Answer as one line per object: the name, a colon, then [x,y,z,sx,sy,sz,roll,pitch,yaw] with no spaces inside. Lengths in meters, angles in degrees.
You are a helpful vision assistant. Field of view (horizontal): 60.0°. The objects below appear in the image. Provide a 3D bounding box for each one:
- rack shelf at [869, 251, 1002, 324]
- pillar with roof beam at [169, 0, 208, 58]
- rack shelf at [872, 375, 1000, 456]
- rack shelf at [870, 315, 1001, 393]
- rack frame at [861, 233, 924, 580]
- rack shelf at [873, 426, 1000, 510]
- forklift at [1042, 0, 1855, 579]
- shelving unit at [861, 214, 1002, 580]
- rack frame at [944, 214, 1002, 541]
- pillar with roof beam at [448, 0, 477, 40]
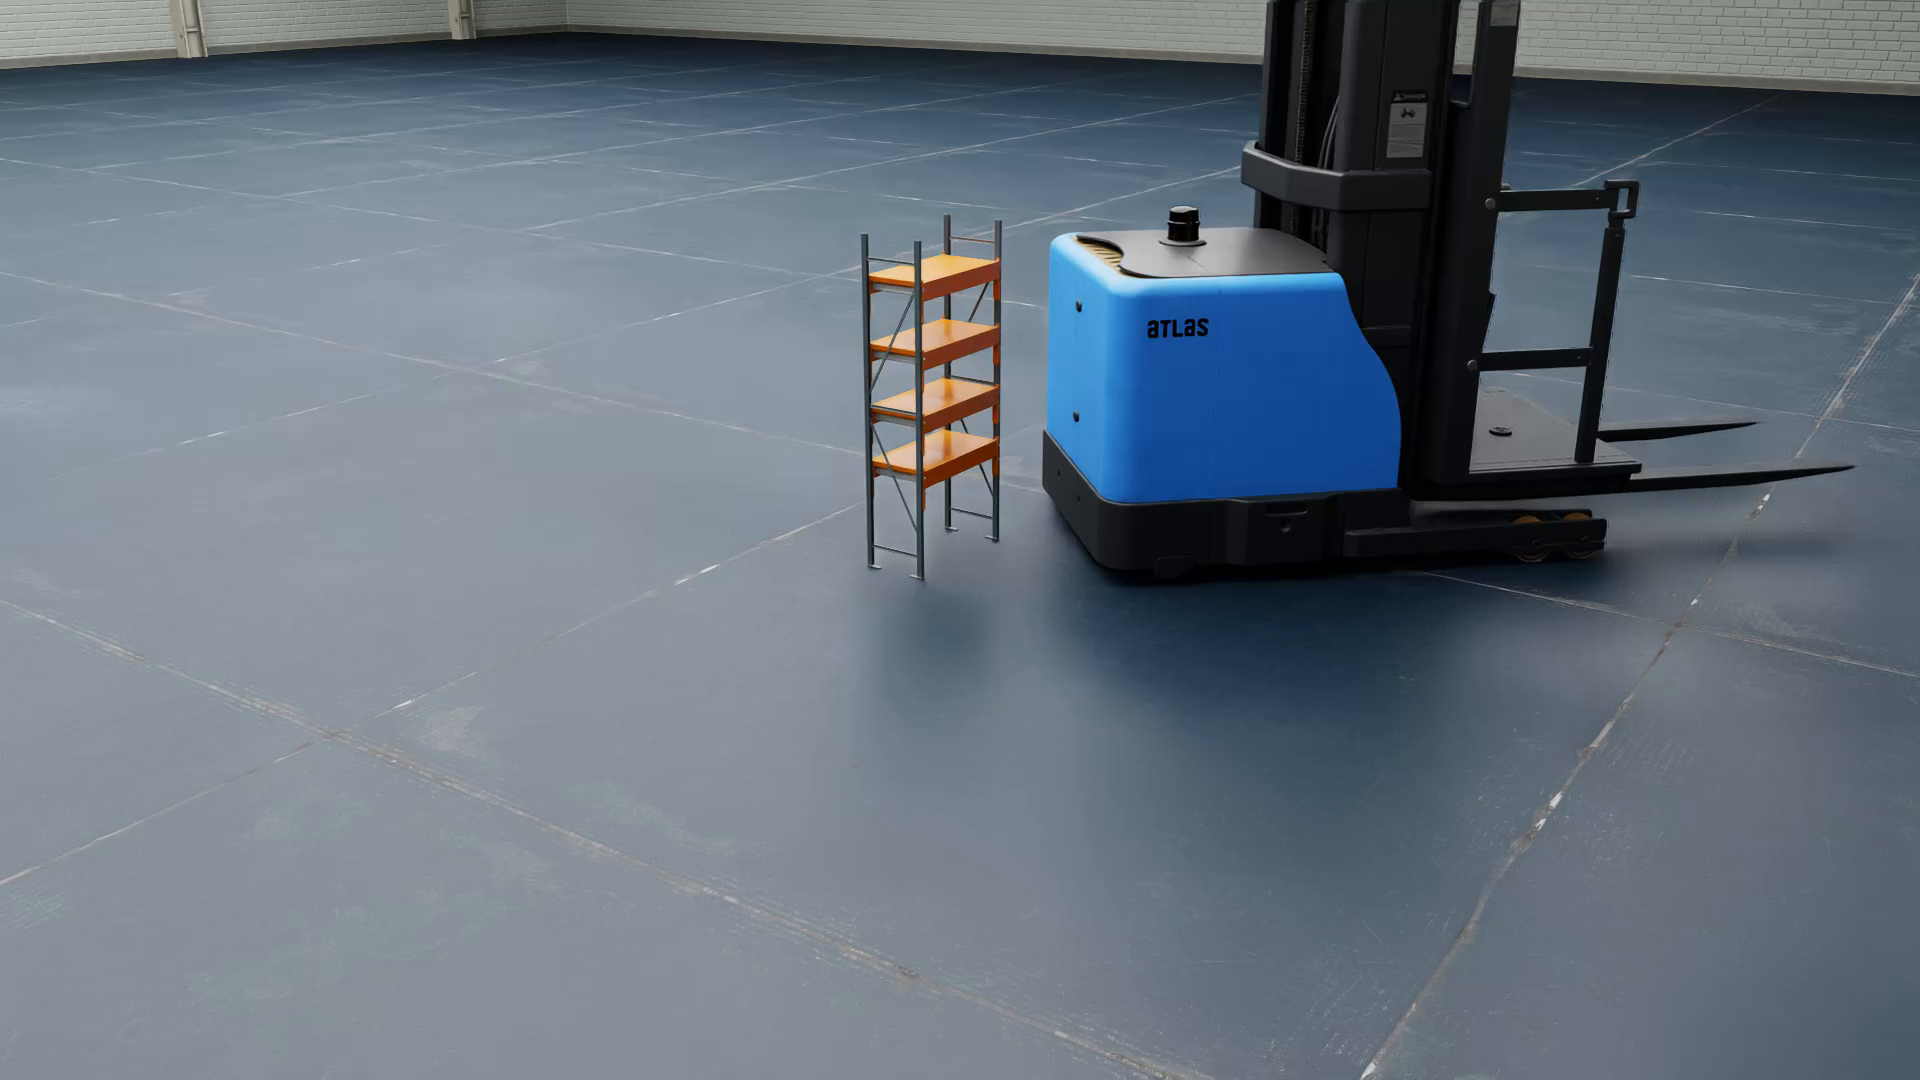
rack shelf: [-0.093,-0.884,5.792,0.258,0.148,0.480,13,24,32]
pillar with roof beam: [-9.912,-11.867,25.375,9.100,9.000,0.400,13,24,32]
rack shelf: [-0.093,-0.452,5.952,0.258,0.148,0.480,13,24,32]
rack shelf: [-0.093,-0.662,5.874,0.258,0.148,0.480,13,24,32]
rack frame: [-0.230,-0.445,5.739,0.240,1.200,0.015,13,24,32]
rack shelf: [-0.093,-0.266,6.021,0.258,0.148,0.480,13,24,32]
forklift: [1.895,-1.469,6.012,3.031,2.935,1.130,-4,21,-10]
shelving unit: [-0.093,-0.515,5.928,0.258,1.200,0.503,13,24,32]
rack frame: [0.044,-0.585,6.118,0.240,1.200,0.015,13,24,32]
pillar with roof beam: [-6.539,-13.588,30.029,9.100,9.000,0.400,13,24,32]
